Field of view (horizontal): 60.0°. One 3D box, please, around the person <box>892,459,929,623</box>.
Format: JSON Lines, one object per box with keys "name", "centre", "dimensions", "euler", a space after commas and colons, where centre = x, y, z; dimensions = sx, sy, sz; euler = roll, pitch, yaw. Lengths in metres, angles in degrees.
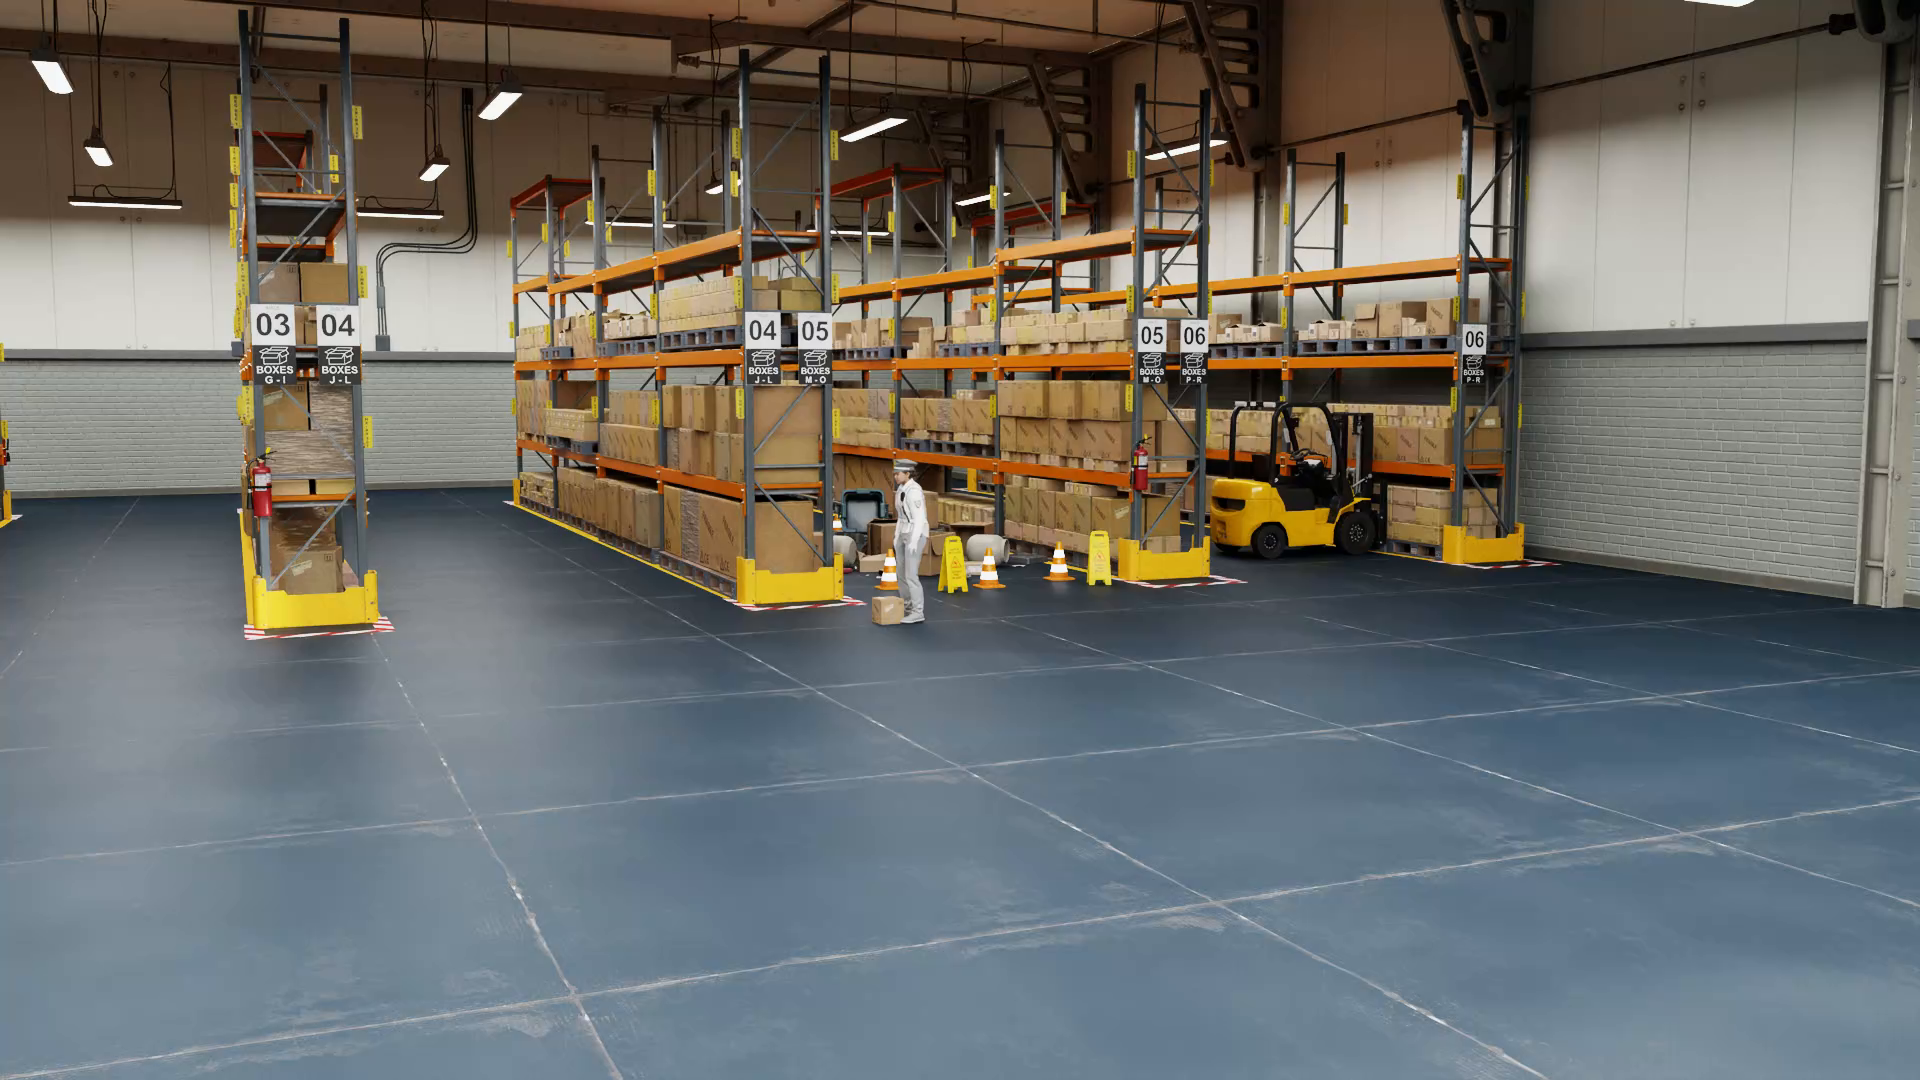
{"name": "person", "centre": [-0.521, 0.002, 16.957], "dimensions": [0.372, 1.664, 0.528], "euler": [-2, 6, -23]}
